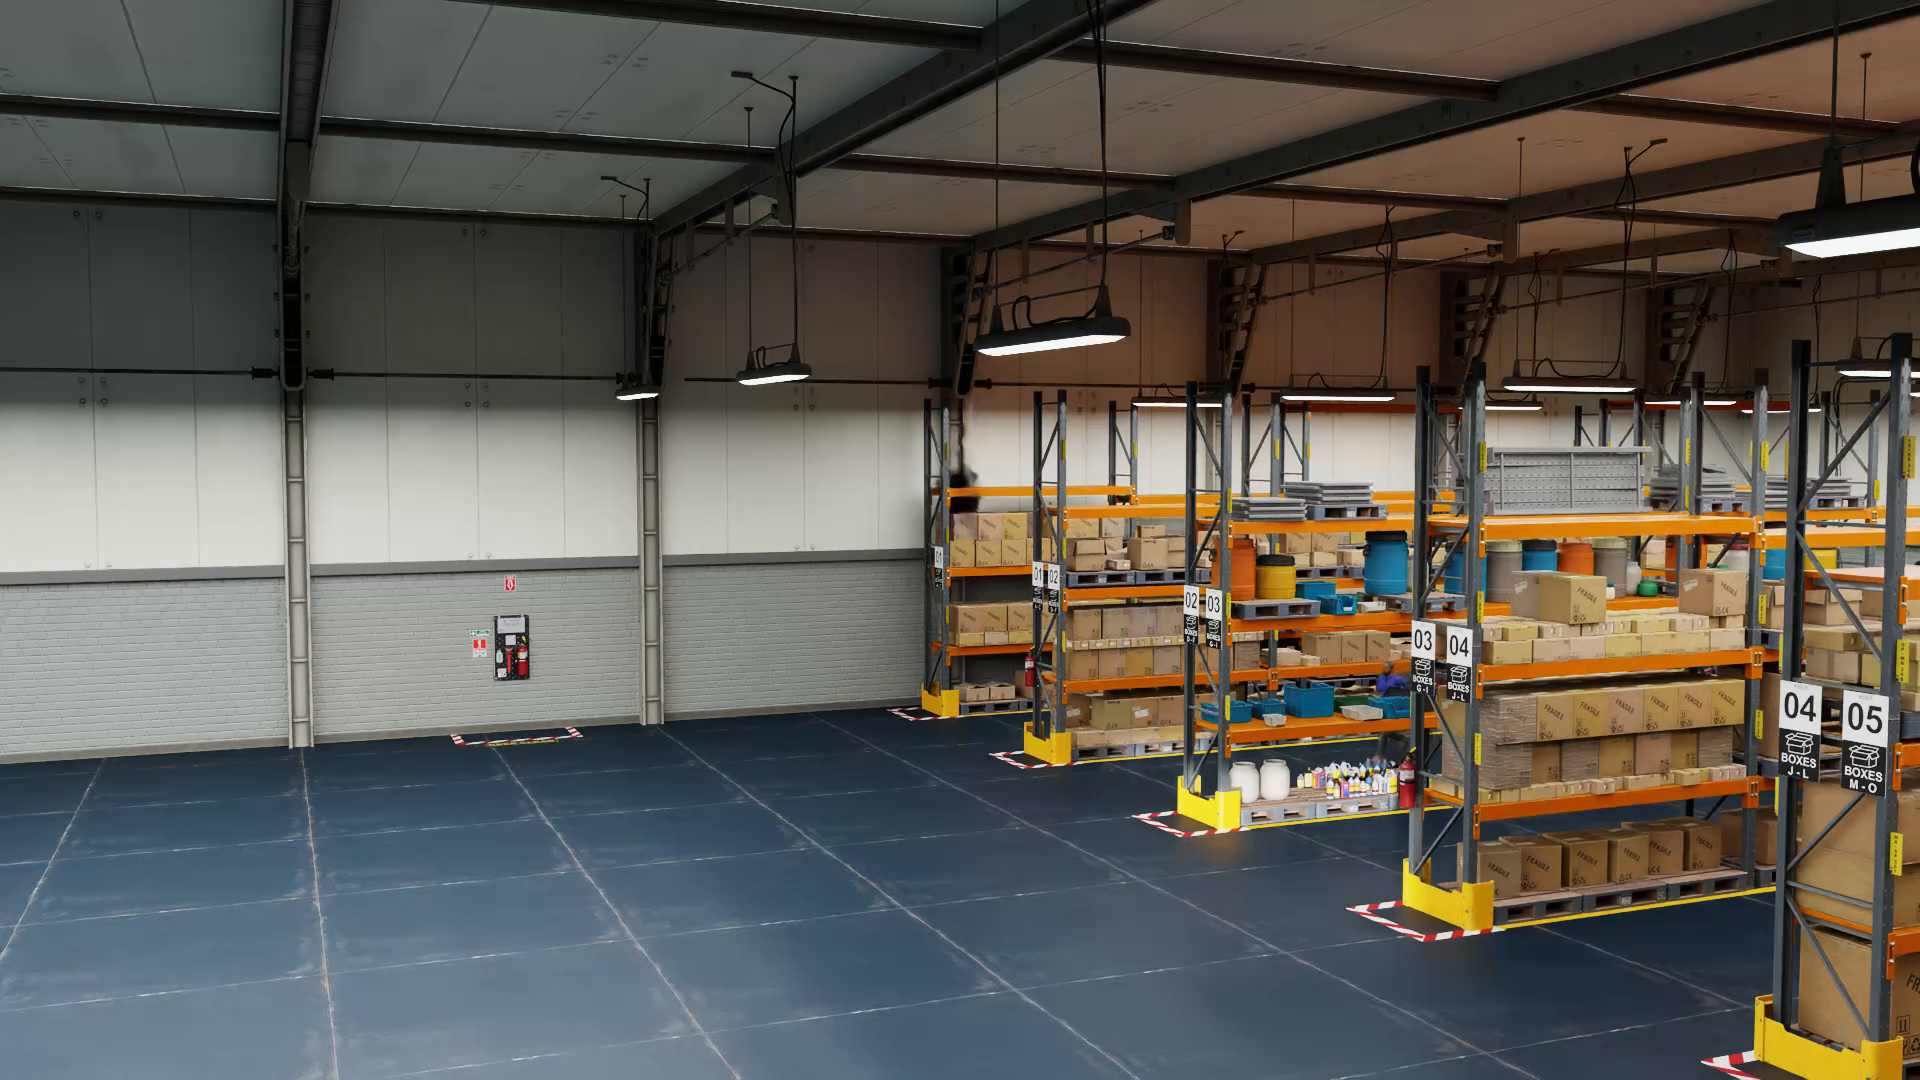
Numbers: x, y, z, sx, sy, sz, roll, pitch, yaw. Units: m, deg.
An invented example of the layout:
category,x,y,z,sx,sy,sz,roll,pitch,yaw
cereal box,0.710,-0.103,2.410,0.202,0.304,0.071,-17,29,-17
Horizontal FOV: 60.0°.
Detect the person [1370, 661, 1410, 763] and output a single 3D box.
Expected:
category,x,y,z,sx,sy,sz,roll,pitch,yaw
person,7.003,2.772,27.015,0.867,1.647,0.599,-3,4,-39
